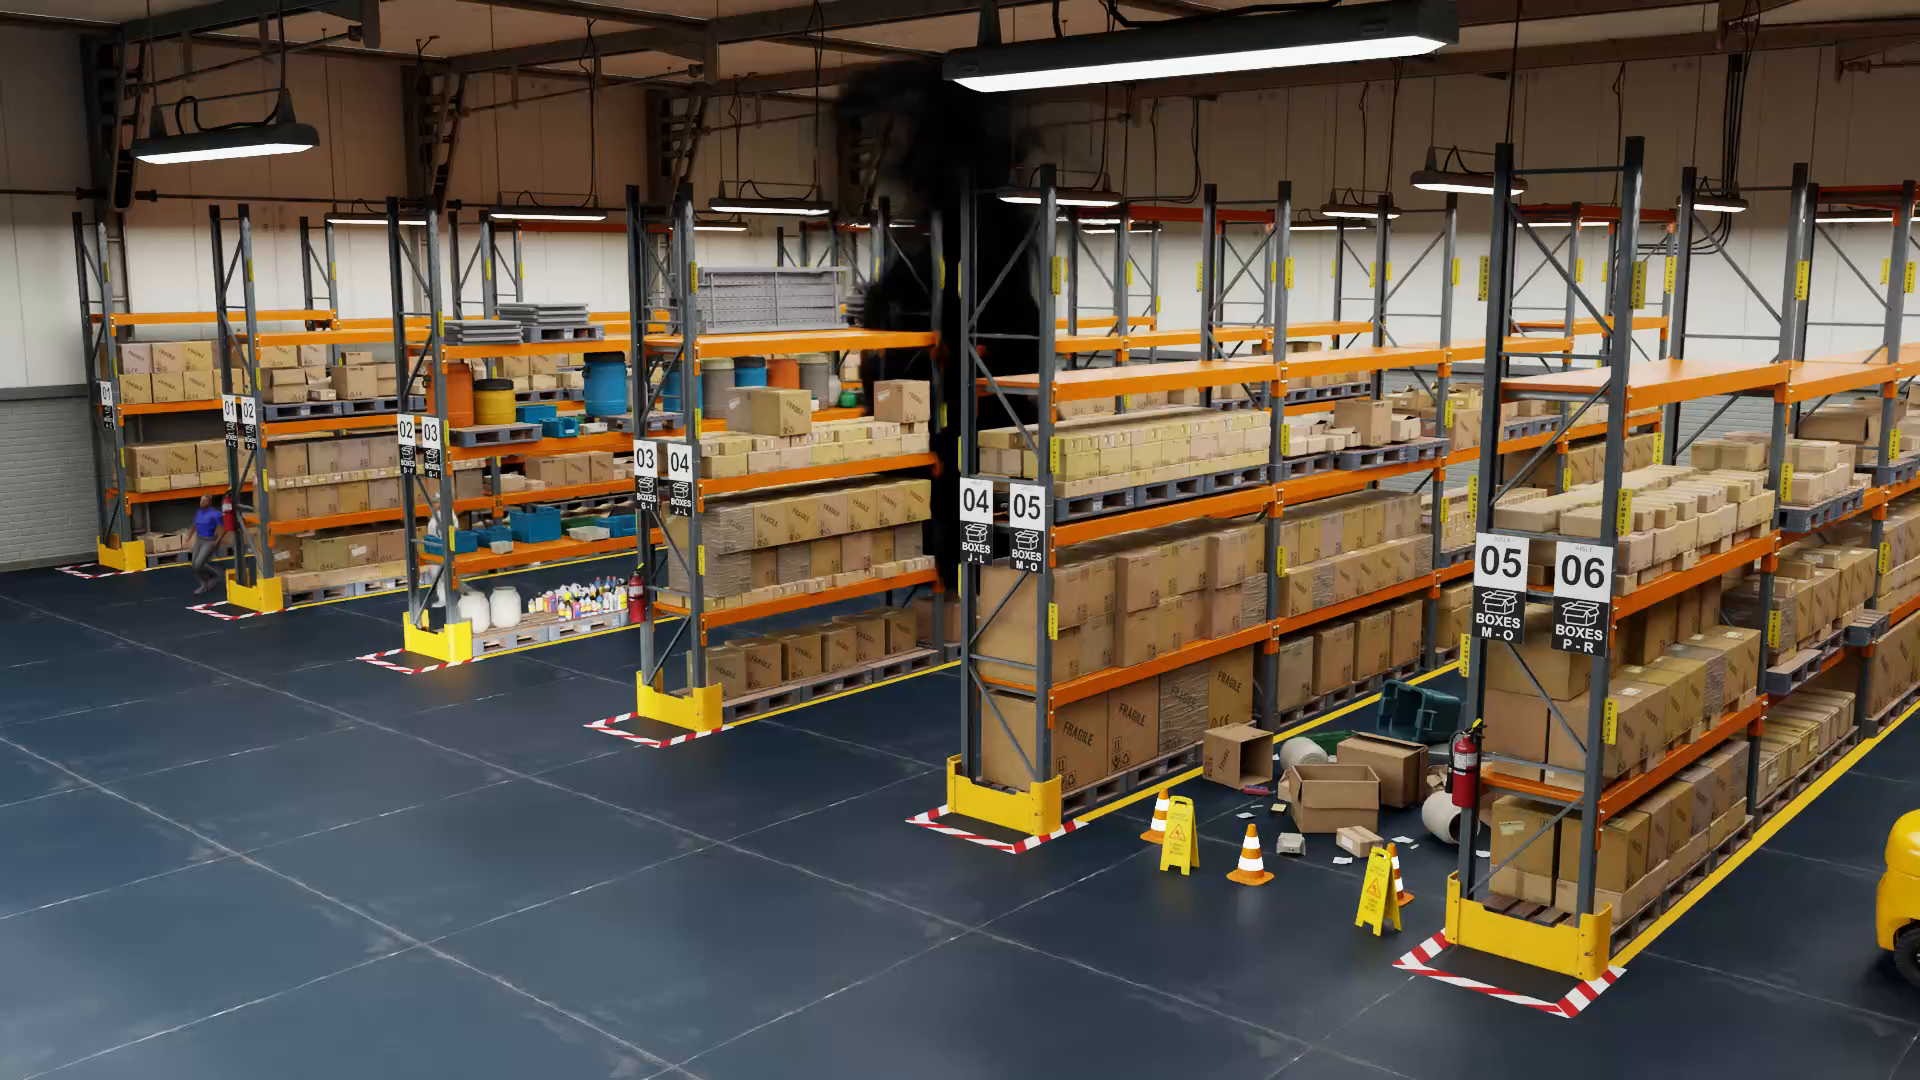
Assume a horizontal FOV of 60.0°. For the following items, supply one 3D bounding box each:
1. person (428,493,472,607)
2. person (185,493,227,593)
[{"bbox_3d":[-7.345,0.133,23.762,0.636,1.645,0.562,9,13,43],"label":"person"},{"bbox_3d":[-11.859,0.067,26.109,0.632,1.601,0.476,4,10,23],"label":"person"}]
